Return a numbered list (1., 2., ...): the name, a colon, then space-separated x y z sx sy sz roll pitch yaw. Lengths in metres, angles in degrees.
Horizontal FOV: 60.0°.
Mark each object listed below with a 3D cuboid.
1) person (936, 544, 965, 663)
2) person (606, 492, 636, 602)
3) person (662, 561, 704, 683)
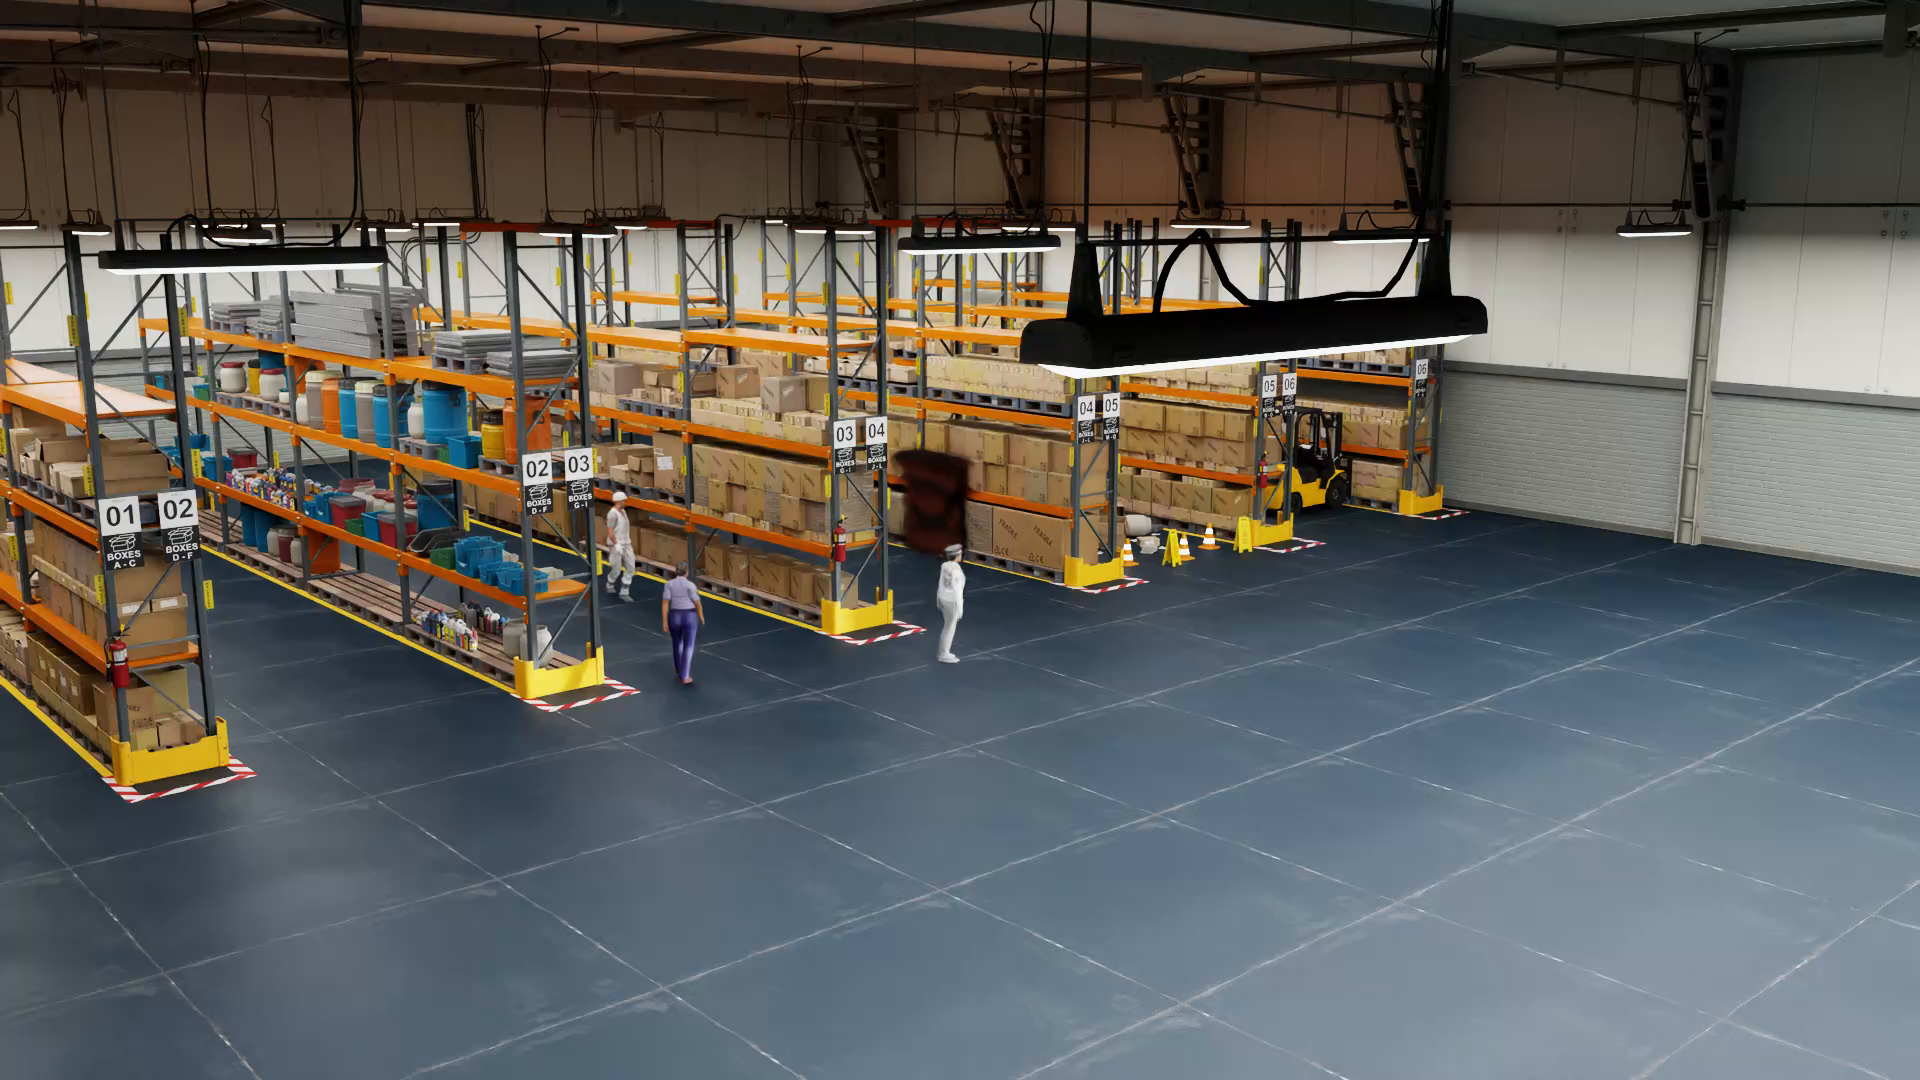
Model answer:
1. person: -0.123 0.886 23.280 0.363 1.675 0.606 -4 12 -20
2. person: -5.536 0.108 26.973 0.659 1.778 0.547 8 14 34
3. person: -3.721 1.086 22.388 0.528 1.584 0.866 1 11 3
